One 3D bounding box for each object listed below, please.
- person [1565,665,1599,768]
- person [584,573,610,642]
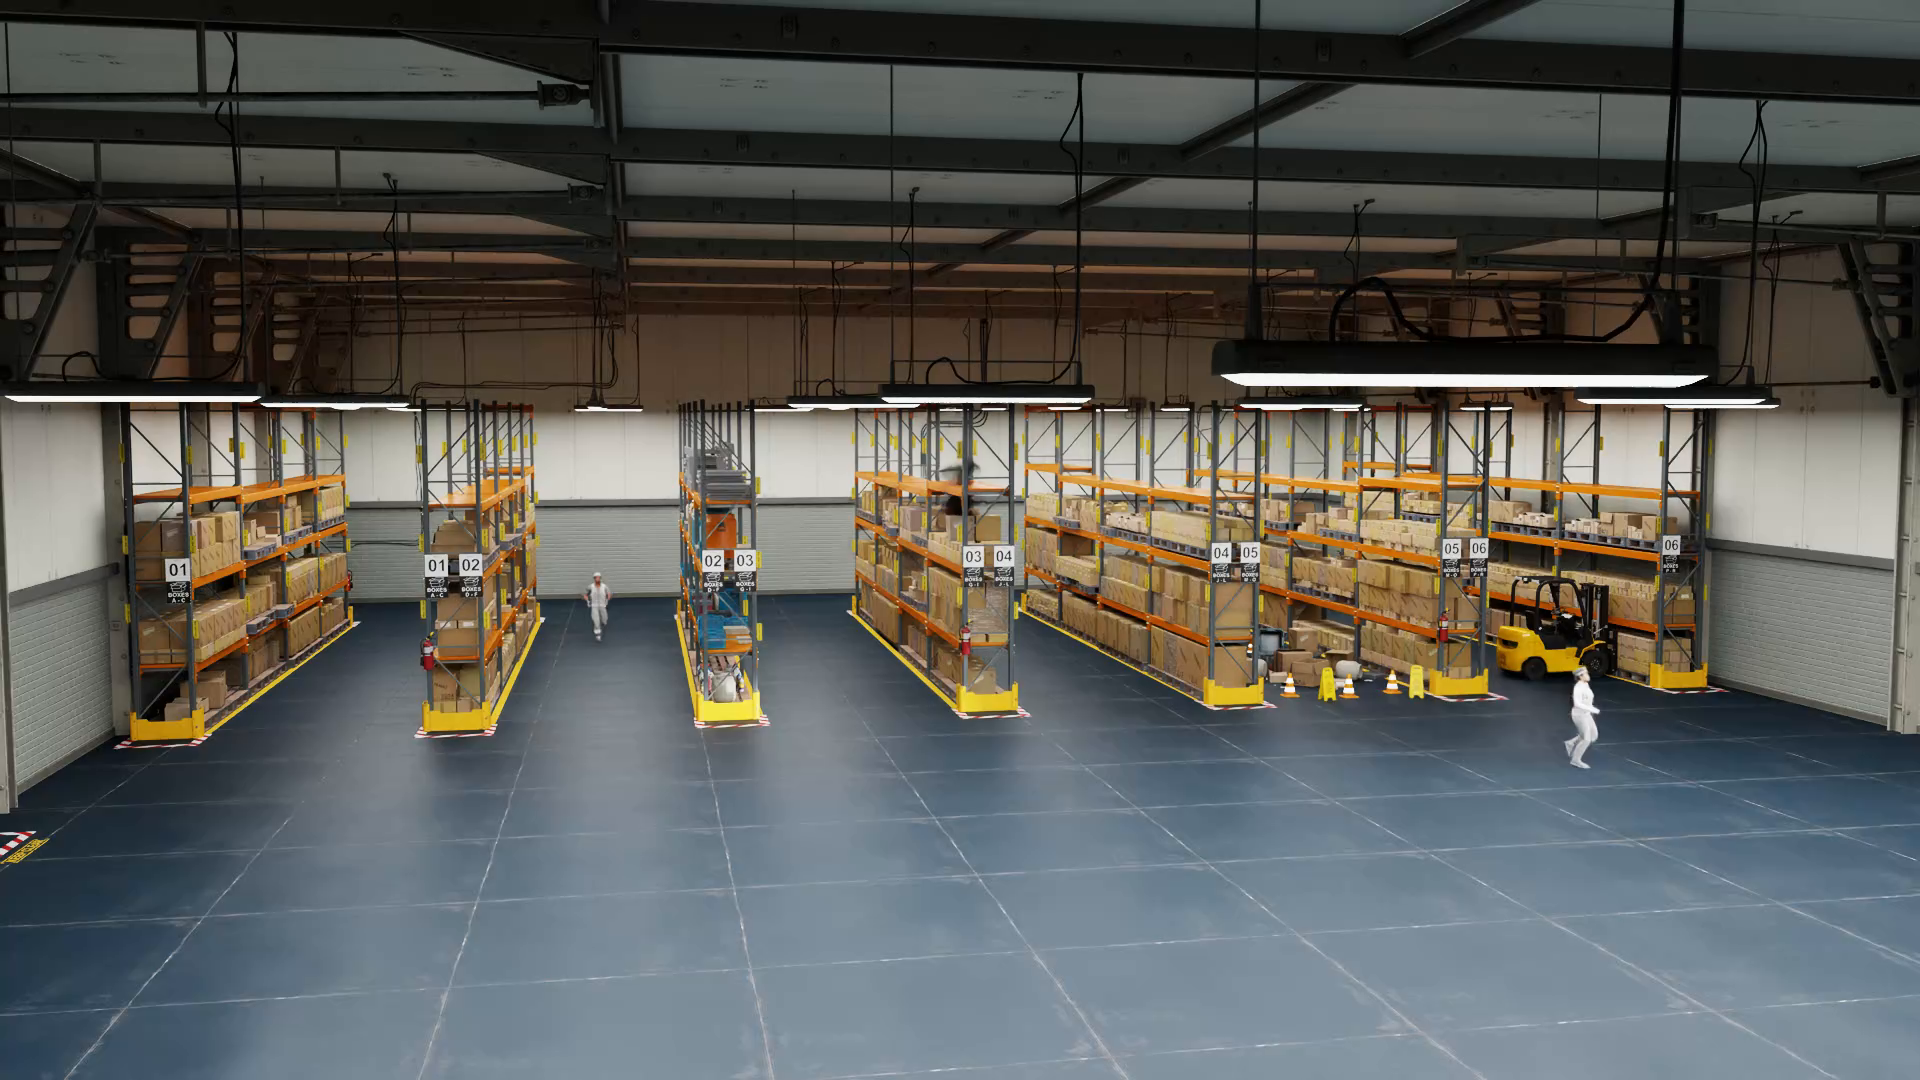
[{"bbox_3d":[10.130,2.860,27.011,0.530,1.665,0.658,3,5,31],"label":"person"},{"bbox_3d":[-9.127,1.694,41.886,0.659,1.742,0.701,-2,5,-21],"label":"person"}]
